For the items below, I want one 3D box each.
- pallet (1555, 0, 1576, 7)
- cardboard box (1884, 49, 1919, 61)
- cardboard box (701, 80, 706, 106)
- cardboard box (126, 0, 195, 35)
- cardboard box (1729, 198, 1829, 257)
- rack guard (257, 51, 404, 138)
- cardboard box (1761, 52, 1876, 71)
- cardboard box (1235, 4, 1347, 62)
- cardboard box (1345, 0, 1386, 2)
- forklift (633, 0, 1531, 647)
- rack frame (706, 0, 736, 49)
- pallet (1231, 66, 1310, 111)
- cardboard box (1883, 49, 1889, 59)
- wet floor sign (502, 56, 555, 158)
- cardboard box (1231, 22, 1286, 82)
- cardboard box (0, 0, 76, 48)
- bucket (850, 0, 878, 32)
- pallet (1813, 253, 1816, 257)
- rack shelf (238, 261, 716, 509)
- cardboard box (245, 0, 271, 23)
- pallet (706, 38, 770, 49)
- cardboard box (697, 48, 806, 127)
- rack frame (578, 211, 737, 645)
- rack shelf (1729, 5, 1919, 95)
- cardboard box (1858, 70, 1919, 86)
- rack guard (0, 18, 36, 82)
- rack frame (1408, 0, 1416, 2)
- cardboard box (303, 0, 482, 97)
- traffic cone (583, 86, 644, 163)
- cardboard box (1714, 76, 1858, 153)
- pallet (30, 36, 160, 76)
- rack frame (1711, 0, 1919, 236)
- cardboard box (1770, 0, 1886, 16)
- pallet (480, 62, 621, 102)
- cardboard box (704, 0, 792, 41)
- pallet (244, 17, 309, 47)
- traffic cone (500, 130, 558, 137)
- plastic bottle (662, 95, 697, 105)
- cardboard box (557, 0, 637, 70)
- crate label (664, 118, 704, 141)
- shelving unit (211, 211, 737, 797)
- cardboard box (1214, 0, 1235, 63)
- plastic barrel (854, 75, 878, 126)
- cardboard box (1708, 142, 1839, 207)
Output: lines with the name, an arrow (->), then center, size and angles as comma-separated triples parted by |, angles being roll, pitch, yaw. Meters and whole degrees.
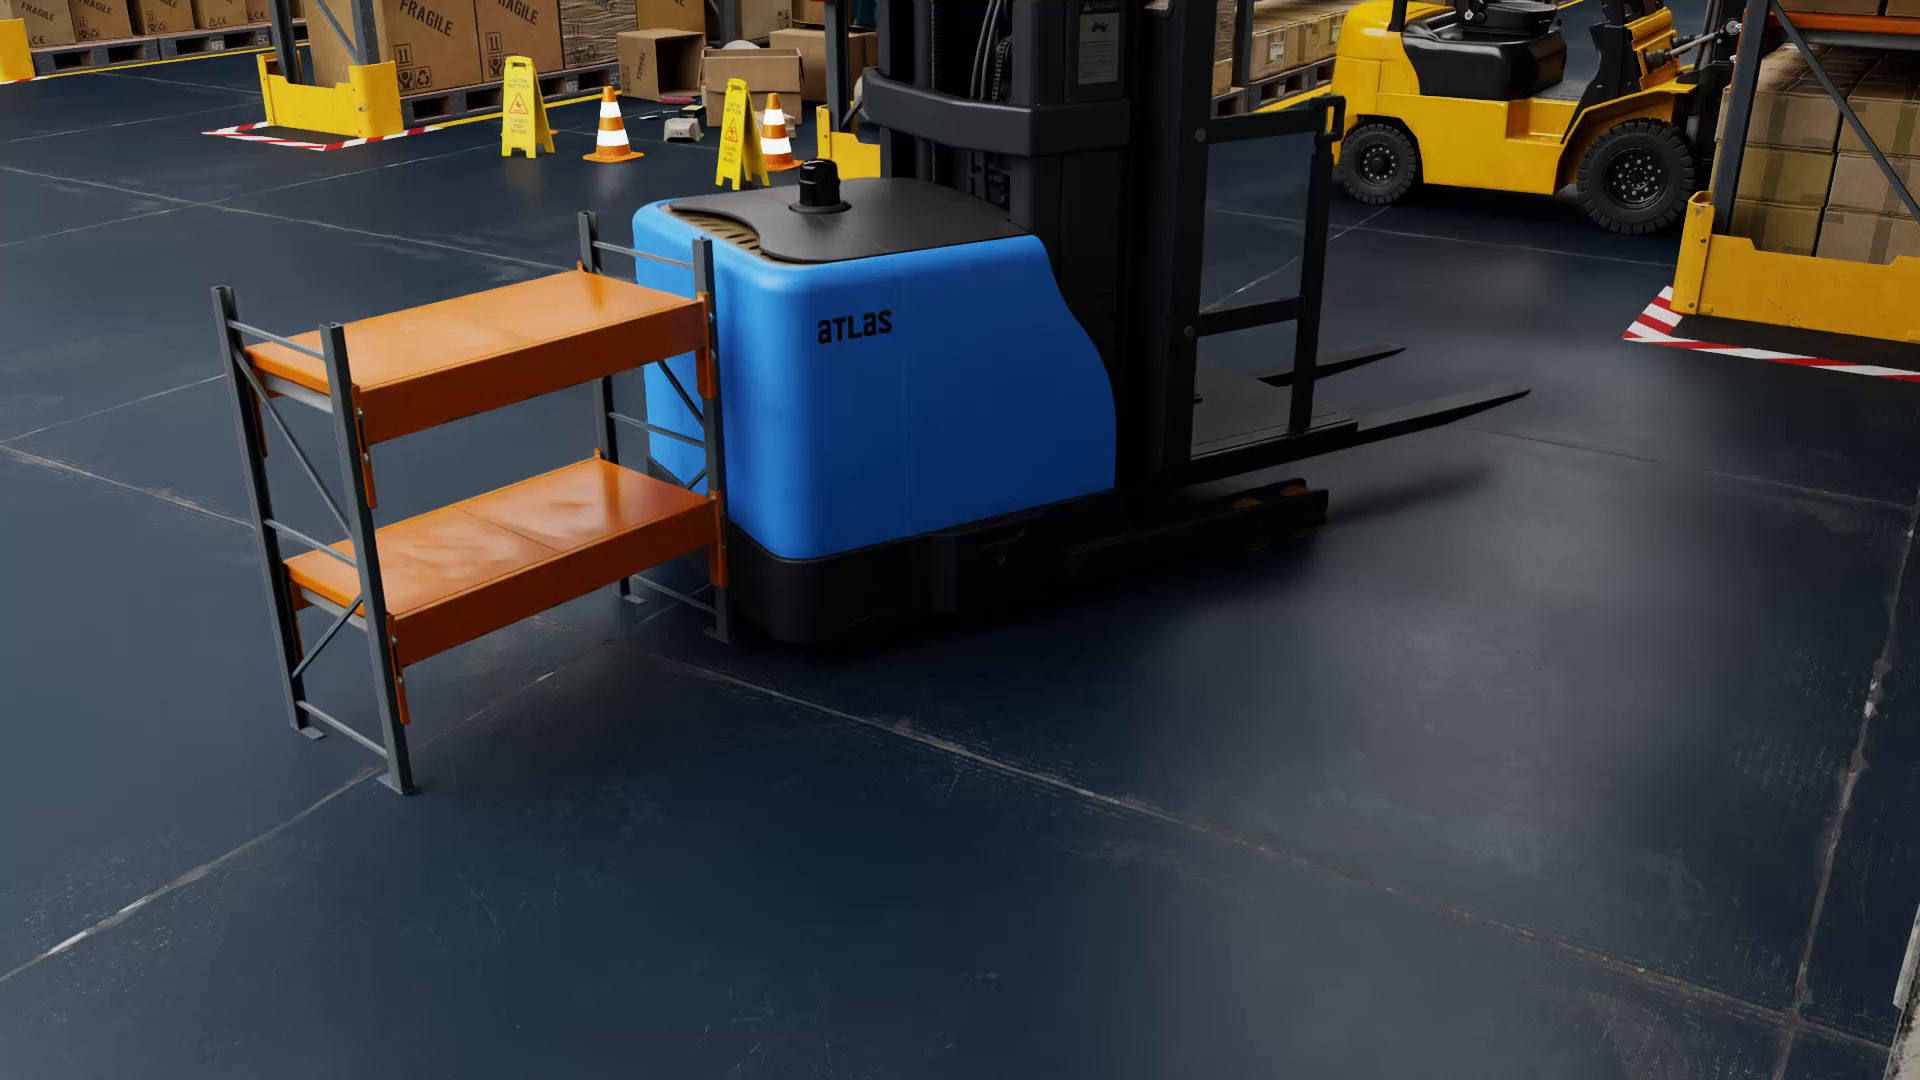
pallet -> 7.099, -6.846, 20.798 | 1.003, 0.211, 1.213 | 14, 27, 29
cardboard box -> 5.102, -2.402, 8.698 | 0.500, 0.250, 0.500 | 13, 27, 28
cardboard box -> -1.832, -3.554, 13.126 | 0.396, 0.266, 0.258 | 20, 30, 38
cardboard box -> -7.784, -5.167, 16.029 | 0.500, 0.500, 0.500 | 17, 29, 34
cardboard box -> 3.857, -1.538, 7.960 | 0.500, 0.250, 0.500 | 14, 27, 29
rack guard -> -4.613, -3.270, 12.173 | 1.175, 0.500, 0.348 | 14, 27, 29
cardboard box -> 4.378, -2.339, 8.551 | 0.500, 0.250, 0.500 | 14, 27, 30
cardboard box -> 2.785, -4.414, 14.450 | 0.950, 0.372, 0.625 | 15, 28, 31
cardboard box -> 3.572, -4.920, 15.618 | 0.950, 0.372, 0.625 | 12, 26, 25
forklift -> 0.569, -1.476, 4.970 | 3.031, 2.935, 1.130 | -14, 27, -28
rack frame -> -2.490, -5.775, 14.814 | 1.000, 3.000, 0.127 | 14, 27, 29
pallet -> 2.178, -3.755, 13.658 | 1.003, 0.211, 1.213 | 14, 27, 29
cardboard box -> 4.935, -2.684, 9.348 | 0.500, 0.250, 0.500 | 15, 28, 31
wet floor sign -> -2.933, -2.920, 11.182 | 0.267, 0.644, 0.232 | 9, 25, 20
cardboard box -> 2.043, -3.936, 13.345 | 0.950, 0.372, 0.625 | 14, 27, 30
cardboard box -> -8.417, -4.751, 15.067 | 0.500, 0.500, 0.500 | 20, 30, 38
bucket -> -0.603, -4.441, 13.940 | 0.620, 0.611, 0.726 | -6, 22, -39
pallet -> 4.245, -1.370, 8.149 | 1.003, 0.211, 1.213 | 14, 27, 29
rack shelf -> -1.148, -0.411, 4.046 | 0.538, 0.278, 1.000 | 19, 30, 36
cardboard box -> -7.191, -5.572, 16.964 | 0.500, 0.500, 0.500 | -18, 29, -36
pallet -> -2.147, -4.771, 16.006 | 1.003, 0.211, 1.213 | 14, 27, 29
cardboard box -> -1.566, -3.399, 12.469 | 0.797, 0.503, 0.637 | -3, 24, -7
rack frame -> -0.819, -0.296, 4.517 | 0.500, 1.125, 0.032 | 19, 30, 36
rack shelf -> 4.933, -2.728, 8.680 | 1.077, 0.370, 4.000 | 14, 27, 29
cardboard box -> 4.552, -2.064, 7.917 | 0.500, 0.250, 0.500 | 14, 27, 29
rack guard -> -8.720, -4.377, 14.731 | 1.175, 0.500, 0.348 | 14, 27, 29
rack frame -> 3.879, -6.122, 15.615 | 1.000, 3.000, 0.127 | 14, 27, 29
cardboard box -> -4.298, -3.885, 12.595 | 0.875, 0.875, 0.875 | 14, 27, 29
traffic cone -> -2.333, -2.791, 11.114 | 0.336, 0.463, 0.334 | 14, 27, 29
cardboard box -> 3.856, -1.993, 7.752 | 0.500, 0.250, 0.500 | 15, 28, 31
pallet -> -8.262, -4.511, 15.405 | 1.003, 0.211, 1.213 | 14, 27, 29
rack frame -> 3.878, -2.383, 6.978 | 1.000, 3.000, 0.127 | 14, 27, 29
cardboard box -> 3.914, -2.650, 7.469 | 0.500, 0.500, 0.500 | 13, 27, 28
pallet -> -3.600, -3.841, 13.858 | 1.003, 0.211, 1.213 | 14, 27, 29
cardboard box -> -2.239, -5.164, 15.705 | 1.050, 0.750, 0.750 | 14, 27, 29
pallet -> -6.975, -5.335, 17.307 | 1.003, 0.211, 1.213 | 14, 27, 29
traffic cone -> -3.113, -3.142, 11.926 | 0.336, 0.463, 0.334 | 14, 27, 29
plastic bottle -> -2.231, -3.520, 13.305 | 0.283, 0.061, 0.133 | 5, 24, 11
cardboard box -> -3.353, -4.490, 13.992 | 0.875, 0.875, 0.875 | 14, 27, 29
crate label -> -1.971, -2.920, 11.822 | 0.250, 0.136, 0.298 | 1, 23, 2
shelving unit -> -1.148, -0.142, 4.162 | 0.538, 1.125, 1.048 | 19, 30, 36
cardboard box -> 1.685, -3.791, 12.219 | 0.500, 0.500, 0.500 | 13, 27, 28
plastic barrel -> -0.538, -3.254, 12.233 | 0.421, 0.421, 0.512 | -7, 24, -17
cardboard box -> 3.869, -1.773, 7.872 | 0.500, 0.250, 0.500 | 13, 27, 28
